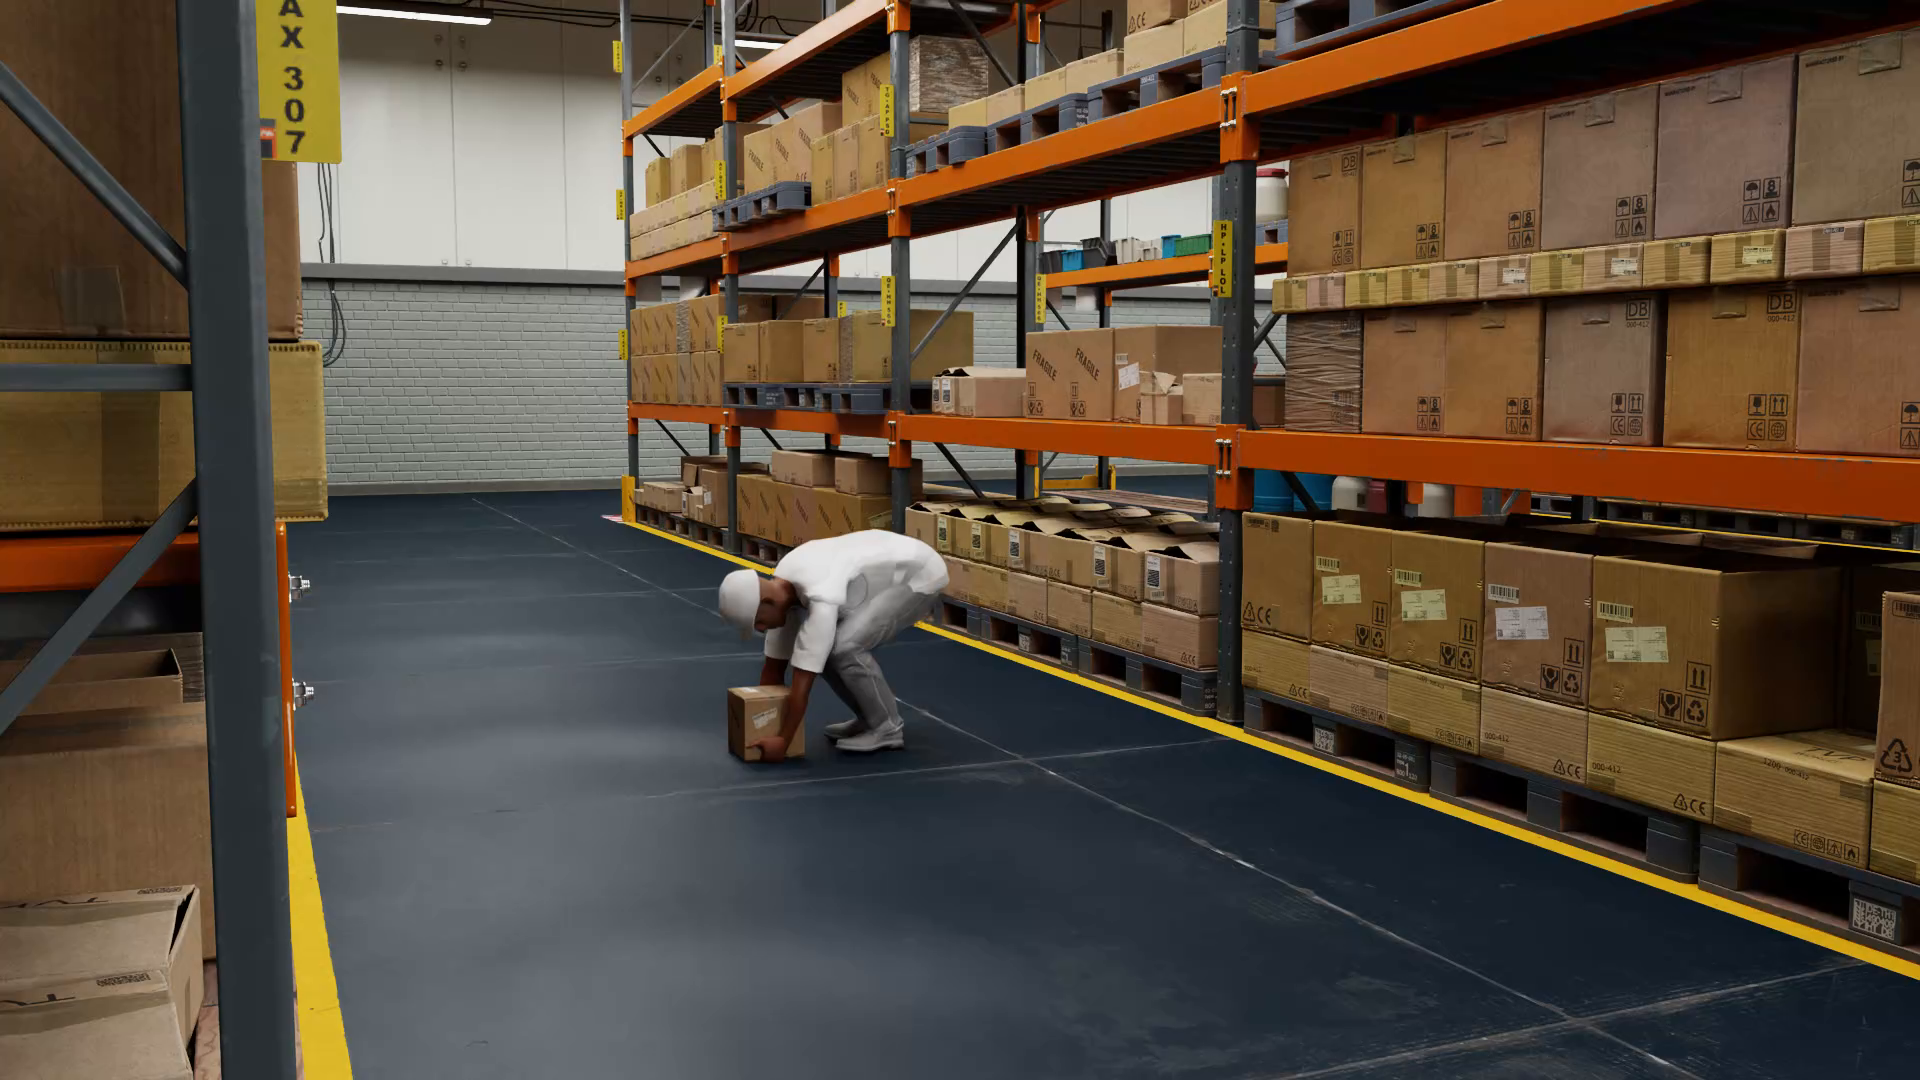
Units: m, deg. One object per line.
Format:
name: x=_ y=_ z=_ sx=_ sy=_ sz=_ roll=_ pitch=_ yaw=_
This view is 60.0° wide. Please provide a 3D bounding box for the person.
person: x=-0.520 y=0.421 z=6.842 sx=0.977 sy=0.907 sz=0.515 roll=-3 pitch=6 yaw=-26
